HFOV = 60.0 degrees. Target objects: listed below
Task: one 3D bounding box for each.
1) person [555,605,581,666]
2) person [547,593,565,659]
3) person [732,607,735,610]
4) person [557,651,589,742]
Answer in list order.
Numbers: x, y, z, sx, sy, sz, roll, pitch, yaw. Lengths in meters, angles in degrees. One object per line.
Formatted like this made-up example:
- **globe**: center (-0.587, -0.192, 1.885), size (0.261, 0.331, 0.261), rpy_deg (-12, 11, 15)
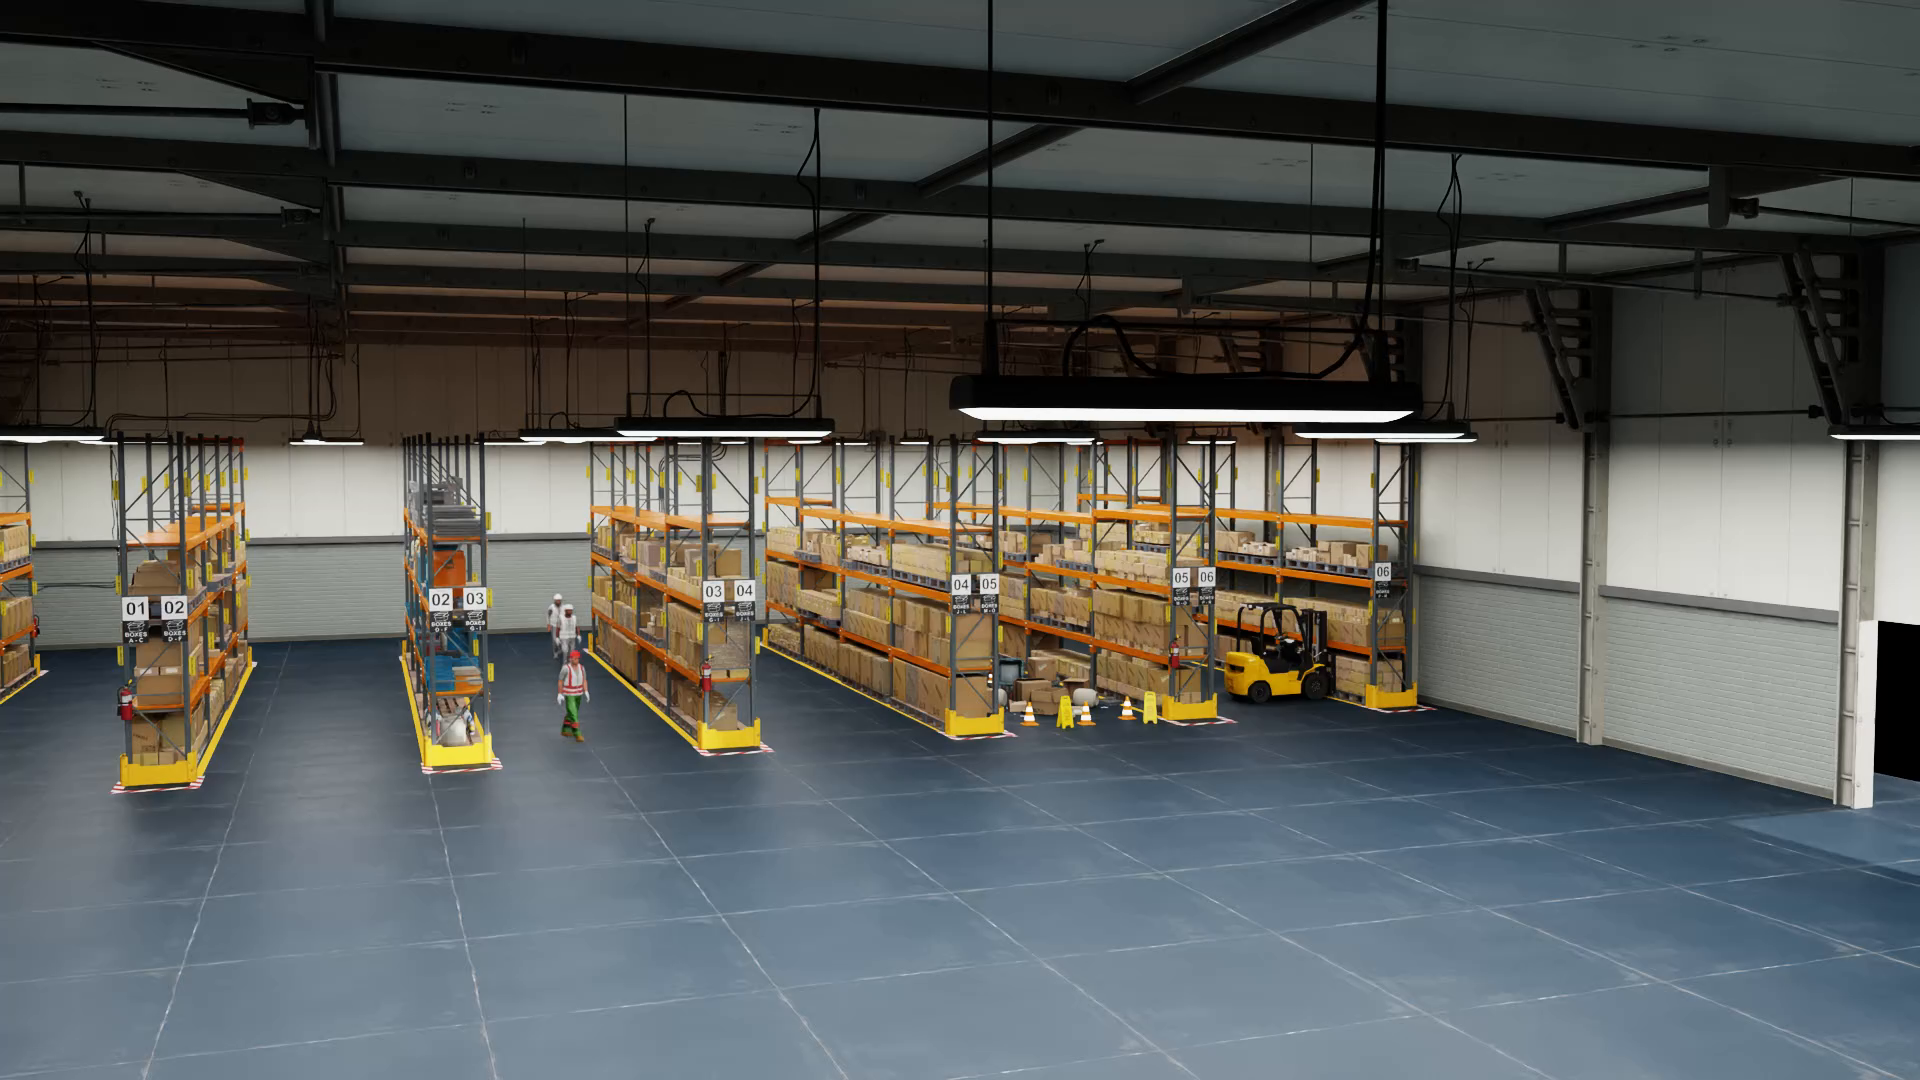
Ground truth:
- **person**: center (-9.782, 2.543, 41.836), size (0.577, 1.759, 0.768), rpy_deg (-3, 4, -42)
- **person**: center (-11.010, 2.329, 45.442), size (0.622, 1.776, 0.582), rpy_deg (-2, 4, -37)
- **person**: center (-6.056, 2.312, 45.910), size (0.631, 1.762, 0.587), rpy_deg (-3, 4, -40)
- **person**: center (-7.540, 3.040, 32.480), size (1.030, 1.735, 0.588), rpy_deg (2, 4, 28)
